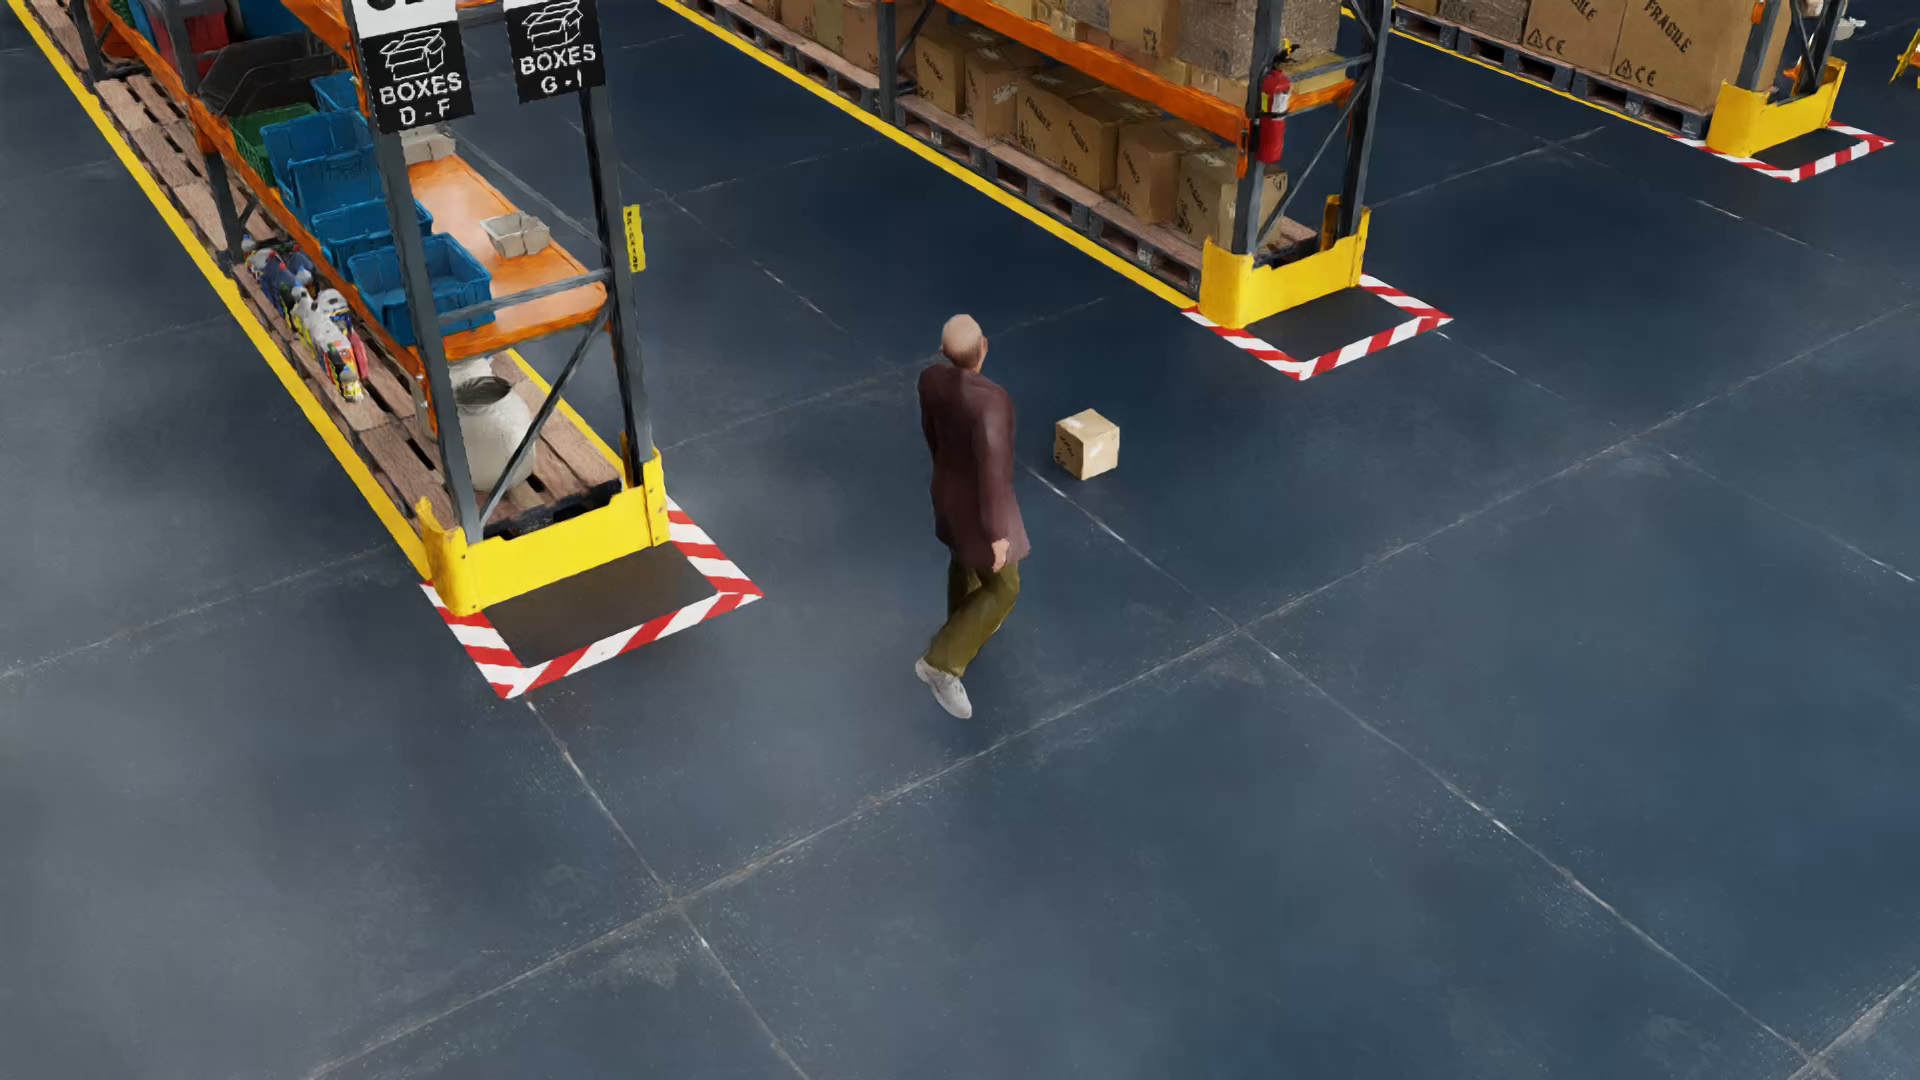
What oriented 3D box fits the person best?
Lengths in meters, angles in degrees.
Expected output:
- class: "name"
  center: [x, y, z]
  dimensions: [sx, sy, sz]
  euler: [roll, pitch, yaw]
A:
- class: "person"
  center: [0.036, -0.117, 7.177]
  dimensions: [0.662, 1.775, 0.787]
  euler: [-21, 41, -27]
